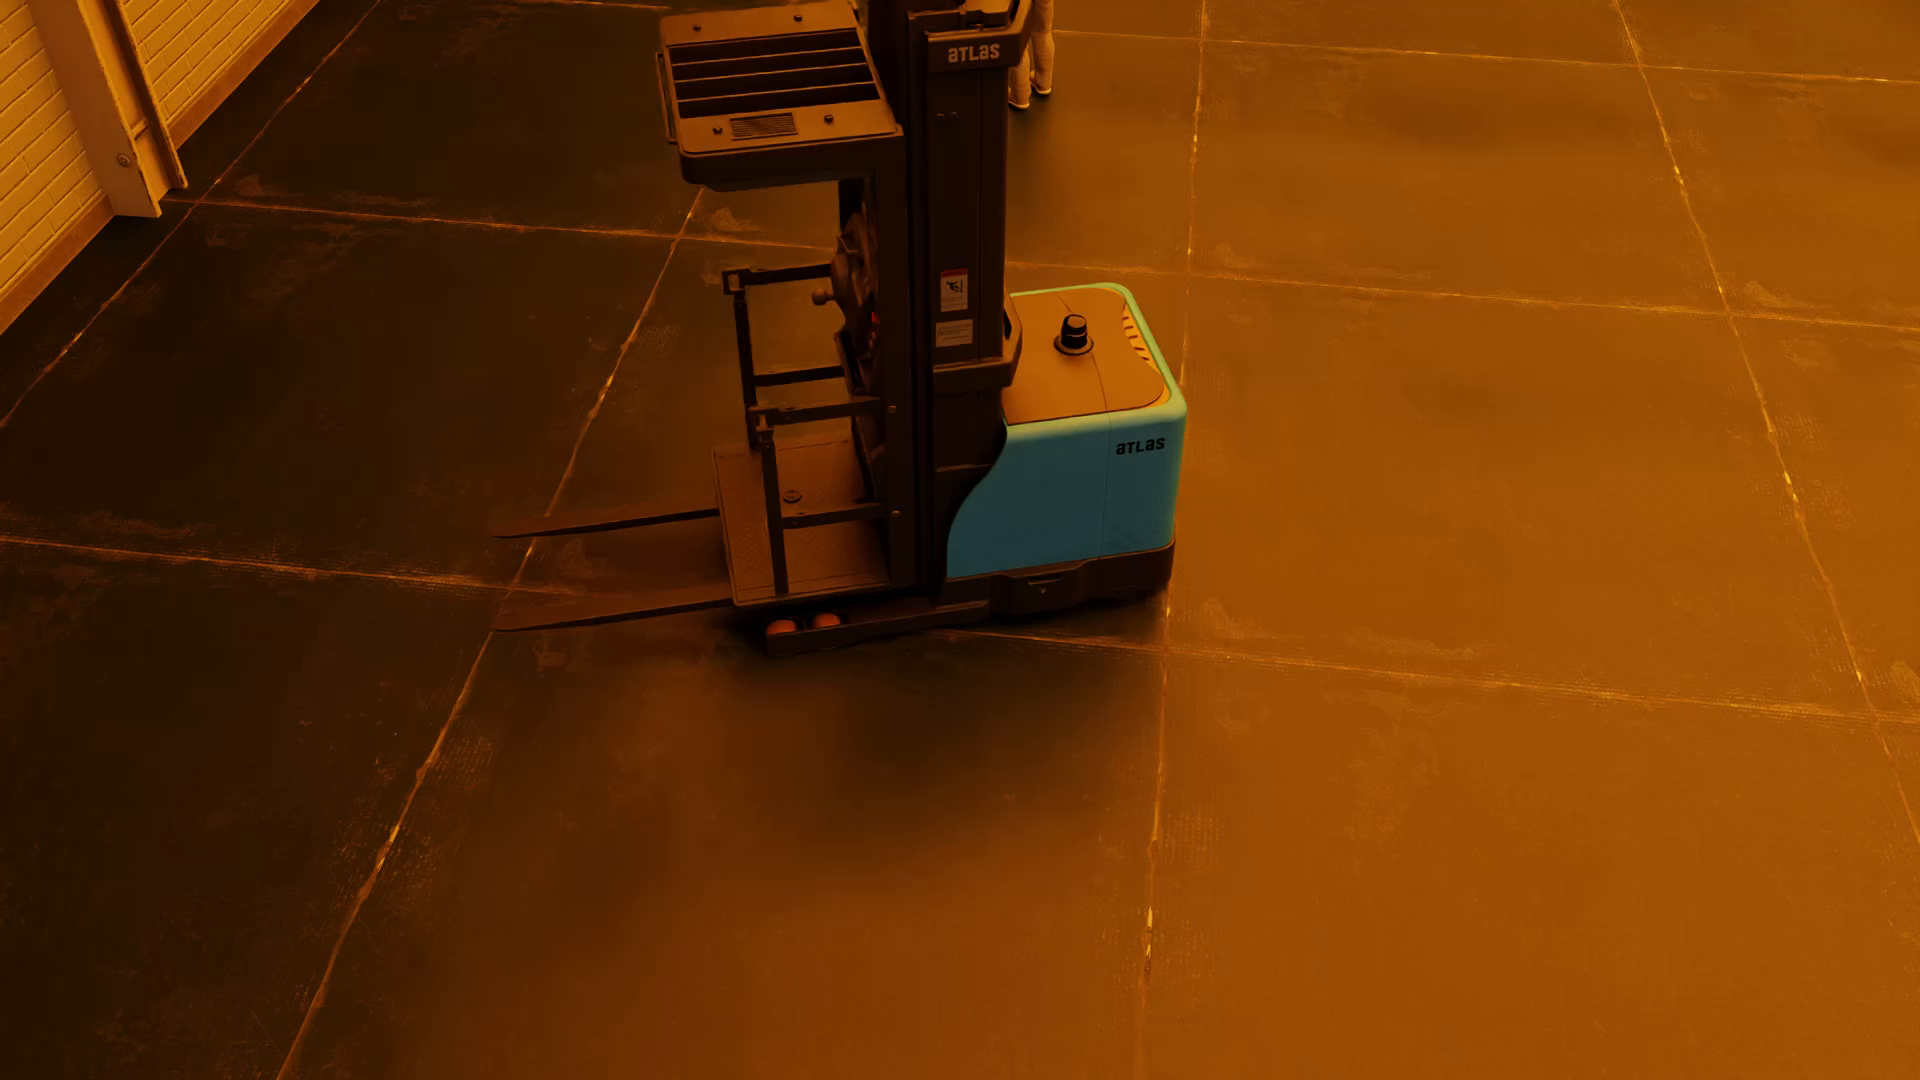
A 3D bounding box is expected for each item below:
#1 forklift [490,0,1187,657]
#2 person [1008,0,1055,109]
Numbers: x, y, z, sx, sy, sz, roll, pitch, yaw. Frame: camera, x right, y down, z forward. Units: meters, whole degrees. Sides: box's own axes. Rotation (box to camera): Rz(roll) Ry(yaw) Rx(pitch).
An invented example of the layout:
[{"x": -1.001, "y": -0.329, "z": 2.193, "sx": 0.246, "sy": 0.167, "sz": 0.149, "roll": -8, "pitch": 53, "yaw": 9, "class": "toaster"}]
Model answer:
[{"x": -0.604, "y": -0.958, "z": 6.767, "sx": 3.031, "sy": 2.935, "sz": 1.130, "roll": -8, "pitch": 43, "yaw": -9, "class": "forklift"}, {"x": 0.397, "y": -3.545, "z": 10.487, "sx": 0.569, "sy": 1.694, "sz": 0.530, "roll": -18, "pitch": 45, "yaw": -18, "class": "person"}]
